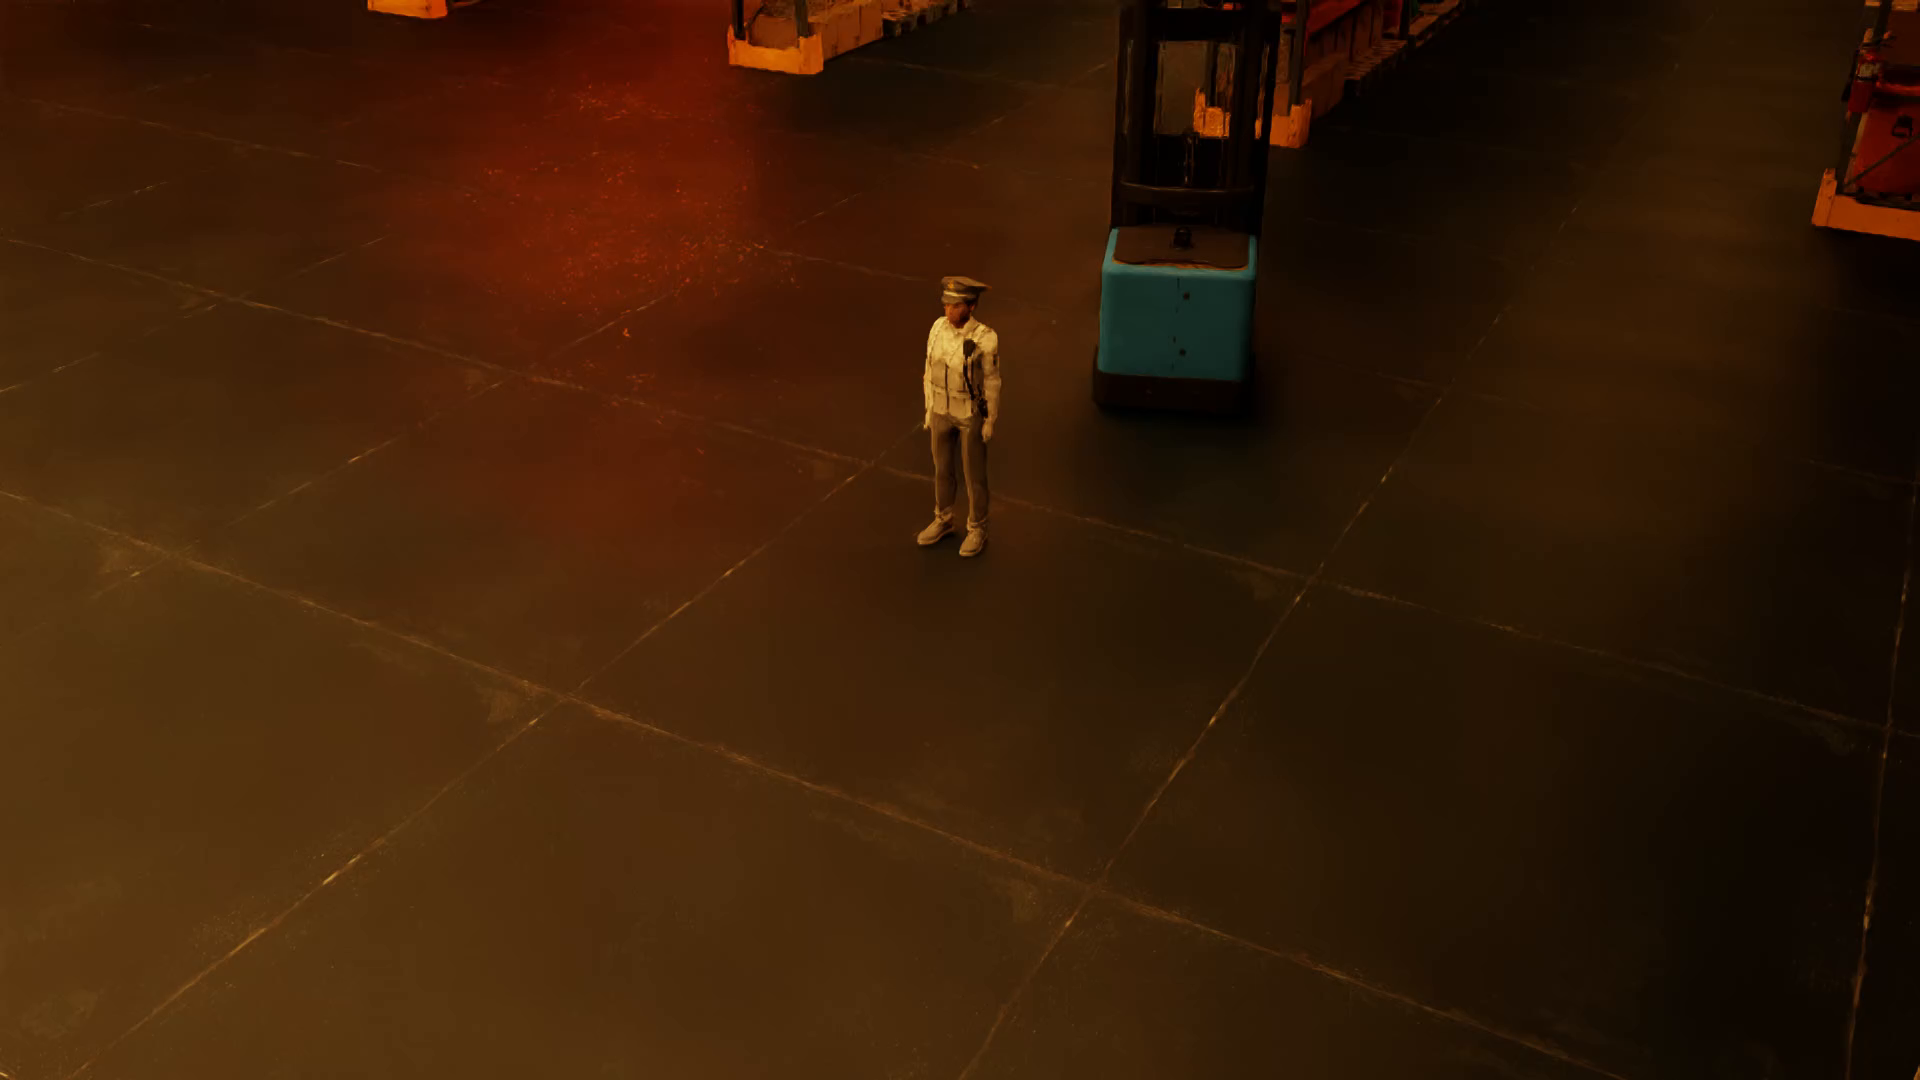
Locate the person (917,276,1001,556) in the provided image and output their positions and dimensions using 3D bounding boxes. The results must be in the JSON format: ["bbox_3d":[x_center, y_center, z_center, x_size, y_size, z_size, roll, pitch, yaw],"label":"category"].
[{"bbox_3d":[-0.006,-0.723,9.569,0.463,1.692,0.337,15,33,25],"label":"person"}]

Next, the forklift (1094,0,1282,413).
[{"bbox_3d":[1.673,-2.852,12.013,1.130,2.935,3.031,4,30,8],"label":"forklift"}]
